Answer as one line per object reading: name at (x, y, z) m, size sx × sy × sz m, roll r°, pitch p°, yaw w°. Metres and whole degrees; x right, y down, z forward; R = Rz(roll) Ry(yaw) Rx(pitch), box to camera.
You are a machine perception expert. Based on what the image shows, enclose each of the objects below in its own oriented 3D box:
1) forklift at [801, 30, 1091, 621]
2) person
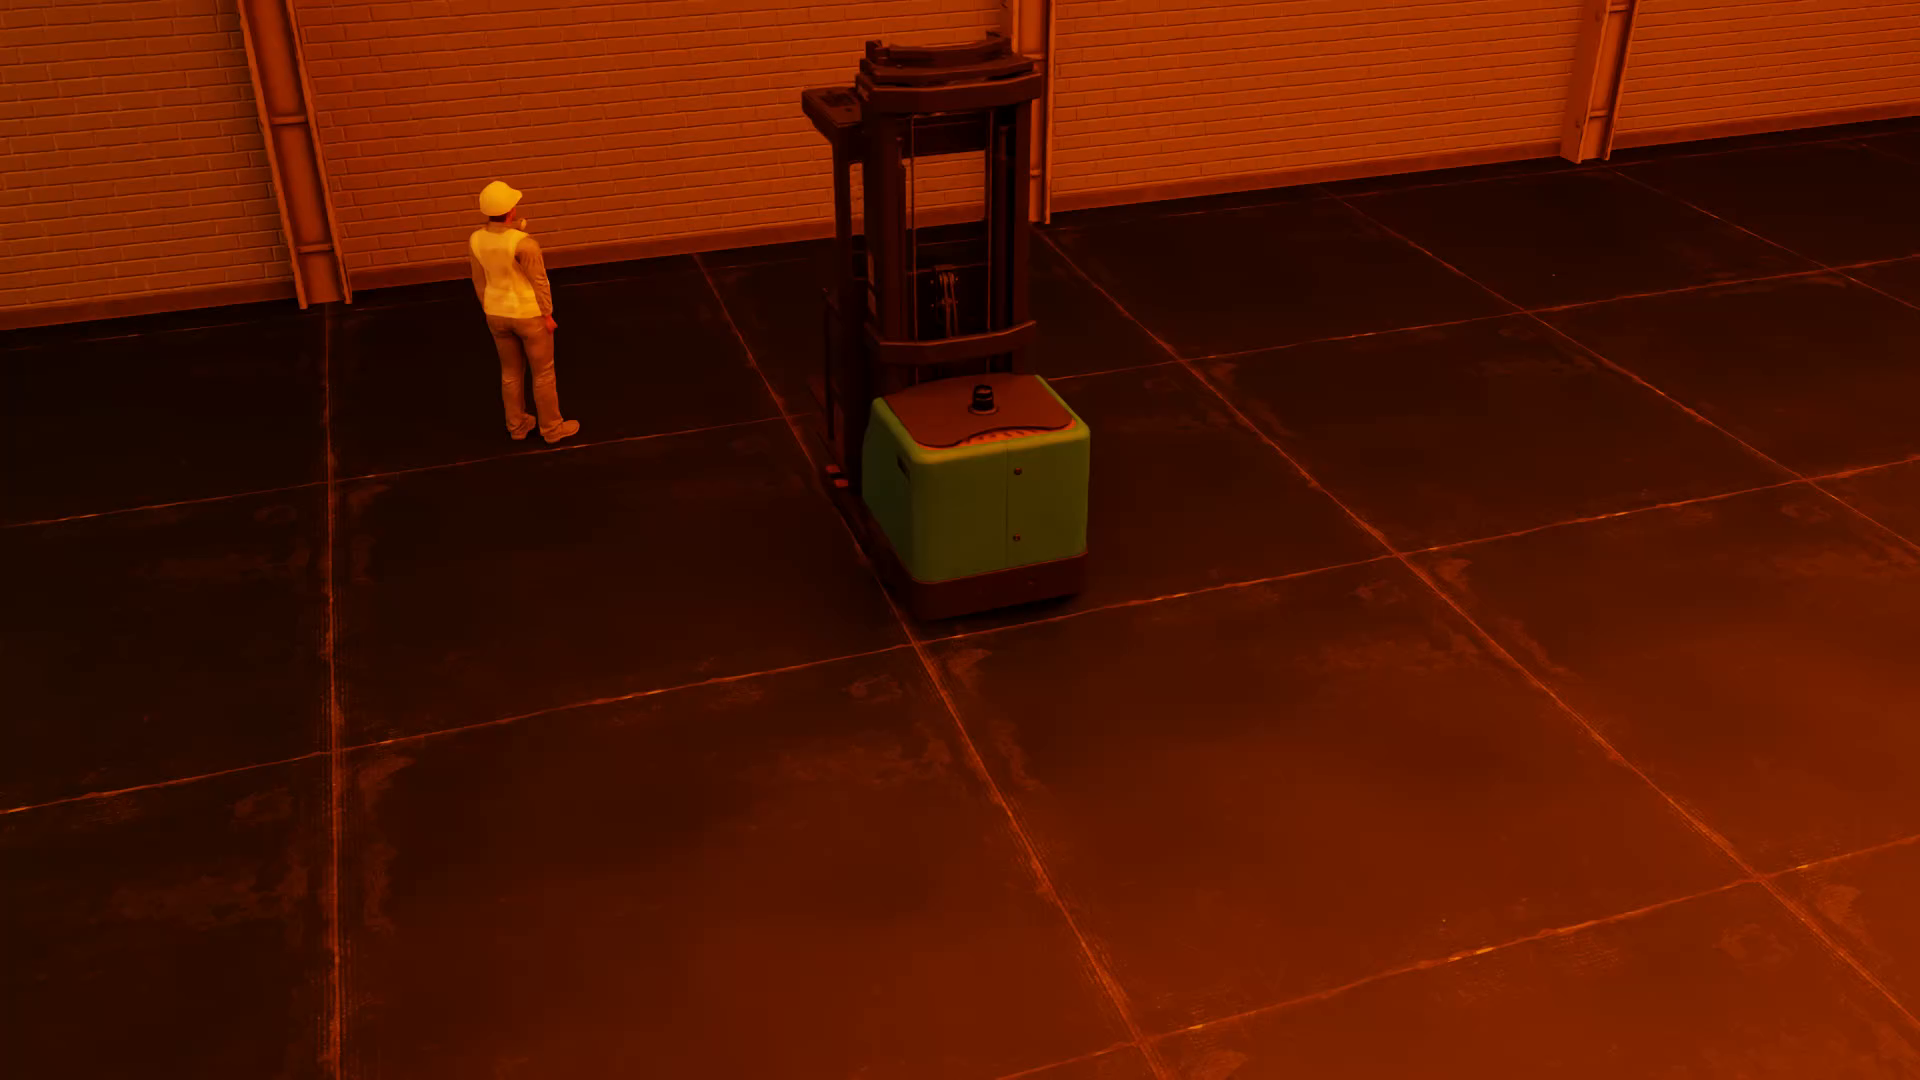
forklift at (-0.251, -1.549, 9.780) m, size 1.130 × 2.935 × 3.031 m, roll -10°, pitch 31°, yaw -17°
person at (-2.867, -1.481, 10.825) m, size 0.524 × 1.775 × 0.375 m, roll 9°, pitch 31°, yaw 15°
